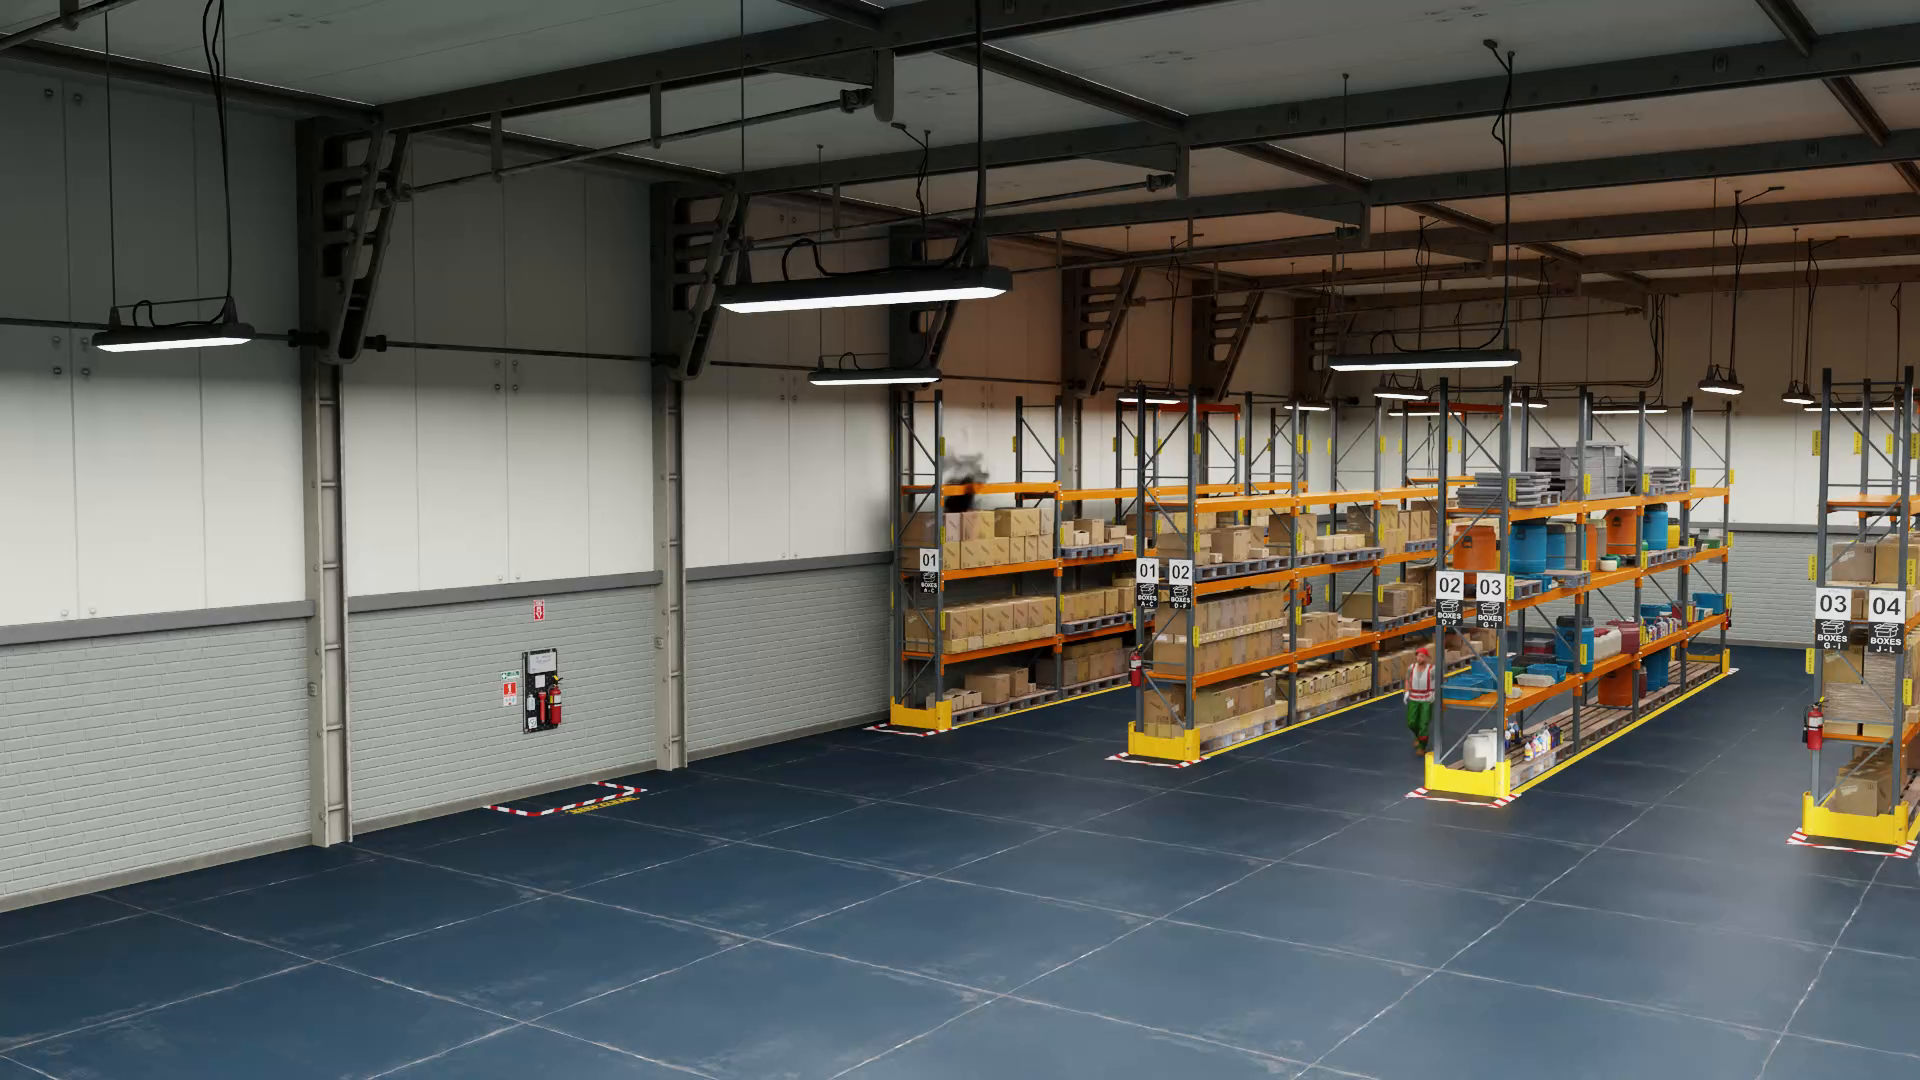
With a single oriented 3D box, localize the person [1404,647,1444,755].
[{"bbox_3d":[7.507,2.611,26.969,0.673,1.752,0.590,2,4,33],"label":"person"}]
